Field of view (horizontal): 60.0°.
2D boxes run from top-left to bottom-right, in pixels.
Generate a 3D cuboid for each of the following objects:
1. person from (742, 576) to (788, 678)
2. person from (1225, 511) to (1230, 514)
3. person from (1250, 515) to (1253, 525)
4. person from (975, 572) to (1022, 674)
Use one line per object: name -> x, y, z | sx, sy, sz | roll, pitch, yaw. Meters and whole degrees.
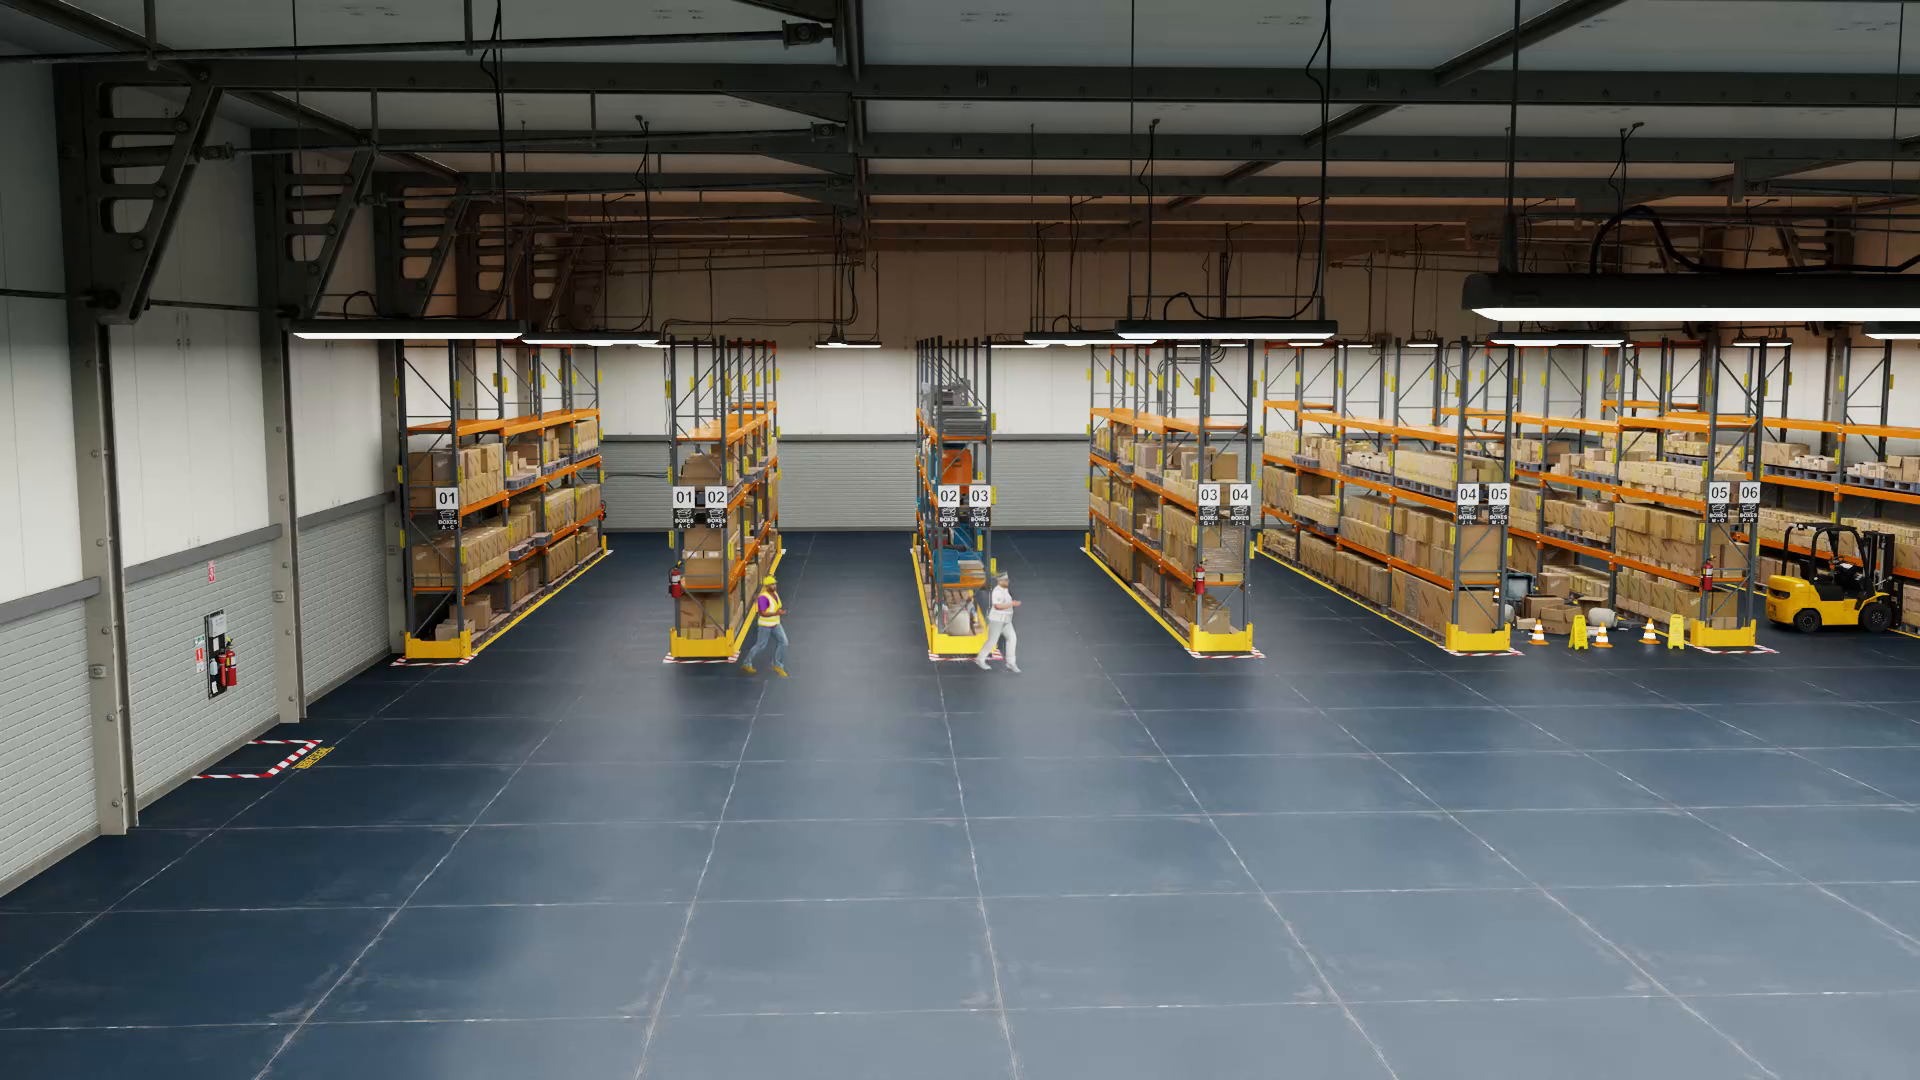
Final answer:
person -> -3.381, 1.530, 29.287 | 0.899, 1.813, 0.713 | 3, 7, 27
person -> 7.446, -0.288, 45.611 | 0.543, 1.699, 0.706 | 0, 6, -1
person -> 7.502, -0.208, 44.490 | 0.669, 1.765, 0.919 | 0, 6, 1
person -> 0.707, 1.472, 29.686 | 0.863, 1.840, 0.651 | 3, 7, 28
